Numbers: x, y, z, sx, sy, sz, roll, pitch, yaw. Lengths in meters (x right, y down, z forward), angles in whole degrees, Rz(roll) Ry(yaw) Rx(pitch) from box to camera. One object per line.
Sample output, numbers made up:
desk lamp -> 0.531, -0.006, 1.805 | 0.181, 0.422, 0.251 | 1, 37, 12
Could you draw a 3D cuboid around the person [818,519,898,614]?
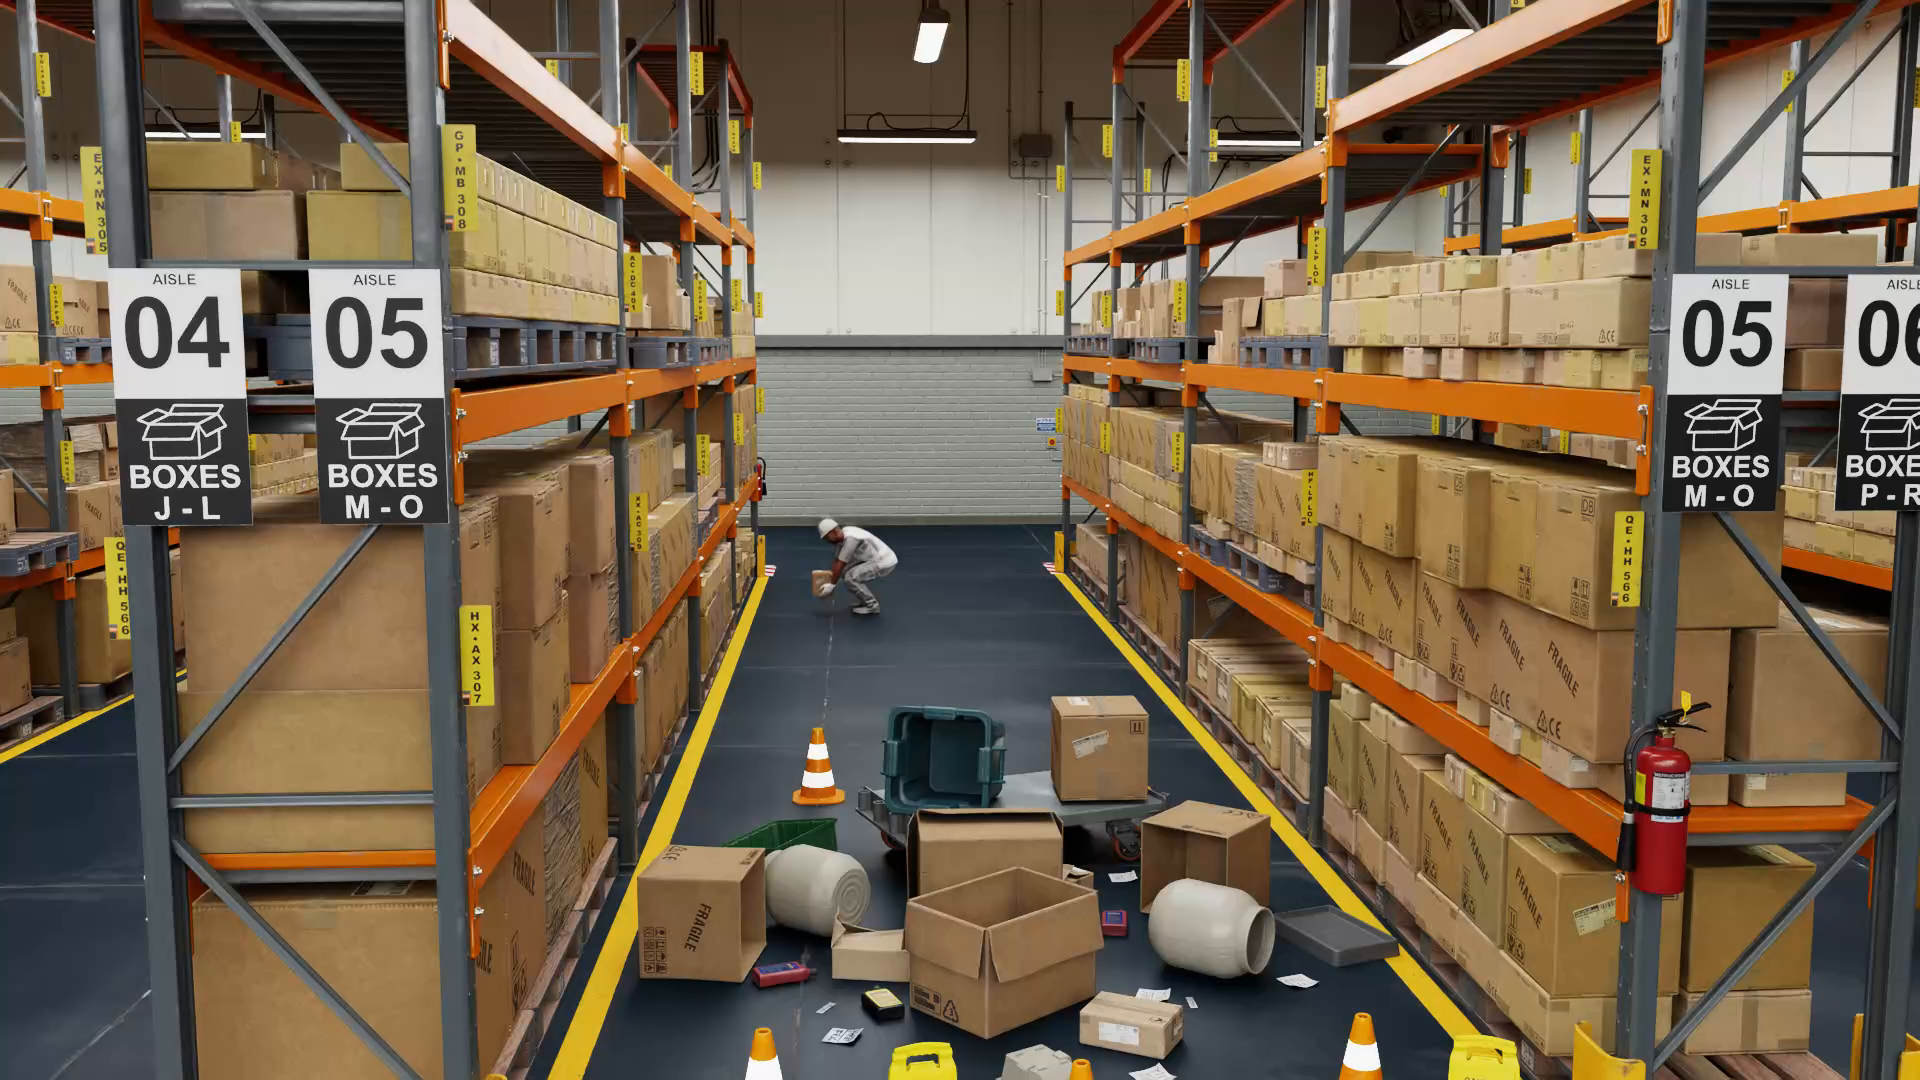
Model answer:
person -> -1.137, 0.283, 18.388 | 0.898, 1.053, 0.575 | 0, 7, -4
